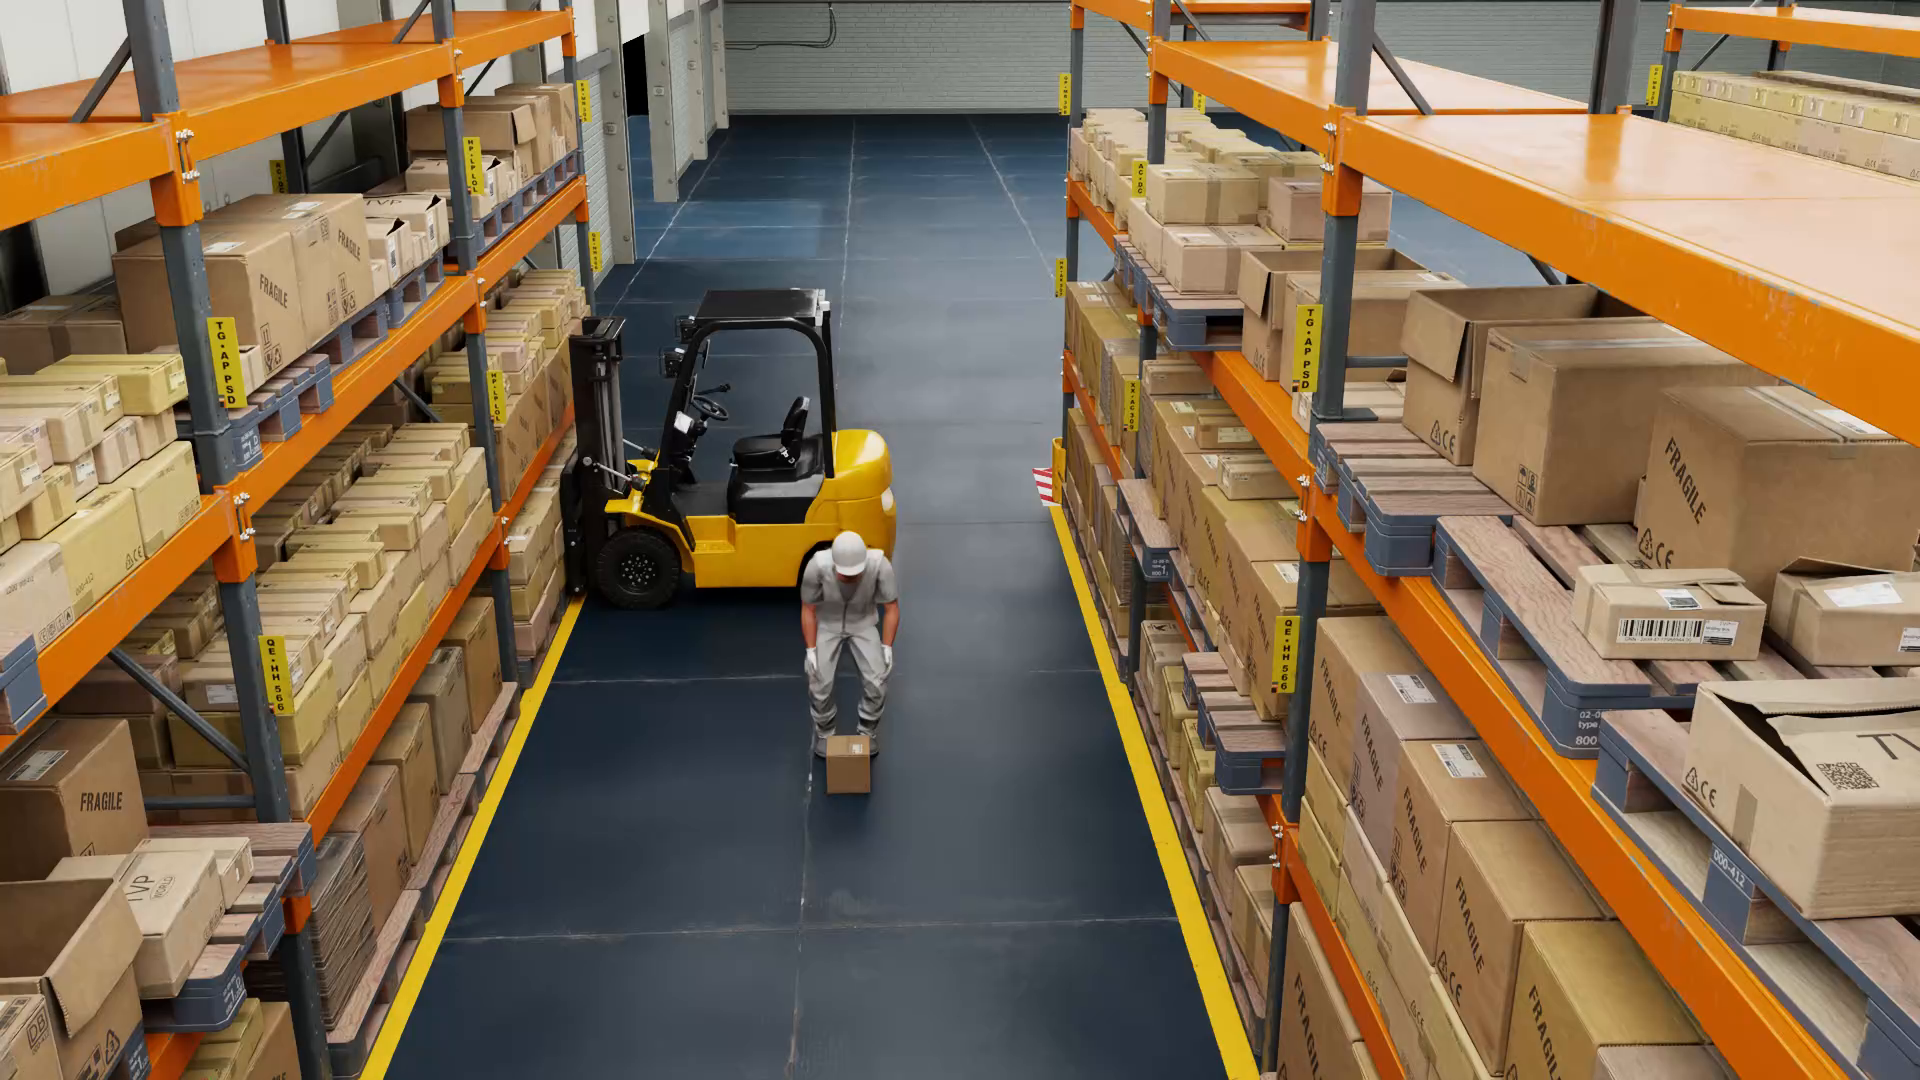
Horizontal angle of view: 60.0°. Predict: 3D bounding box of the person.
[{"bbox_3d":[-0.645,0.585,9.867,0.581,1.500,0.711,-1,20,-3],"label":"person"}]
